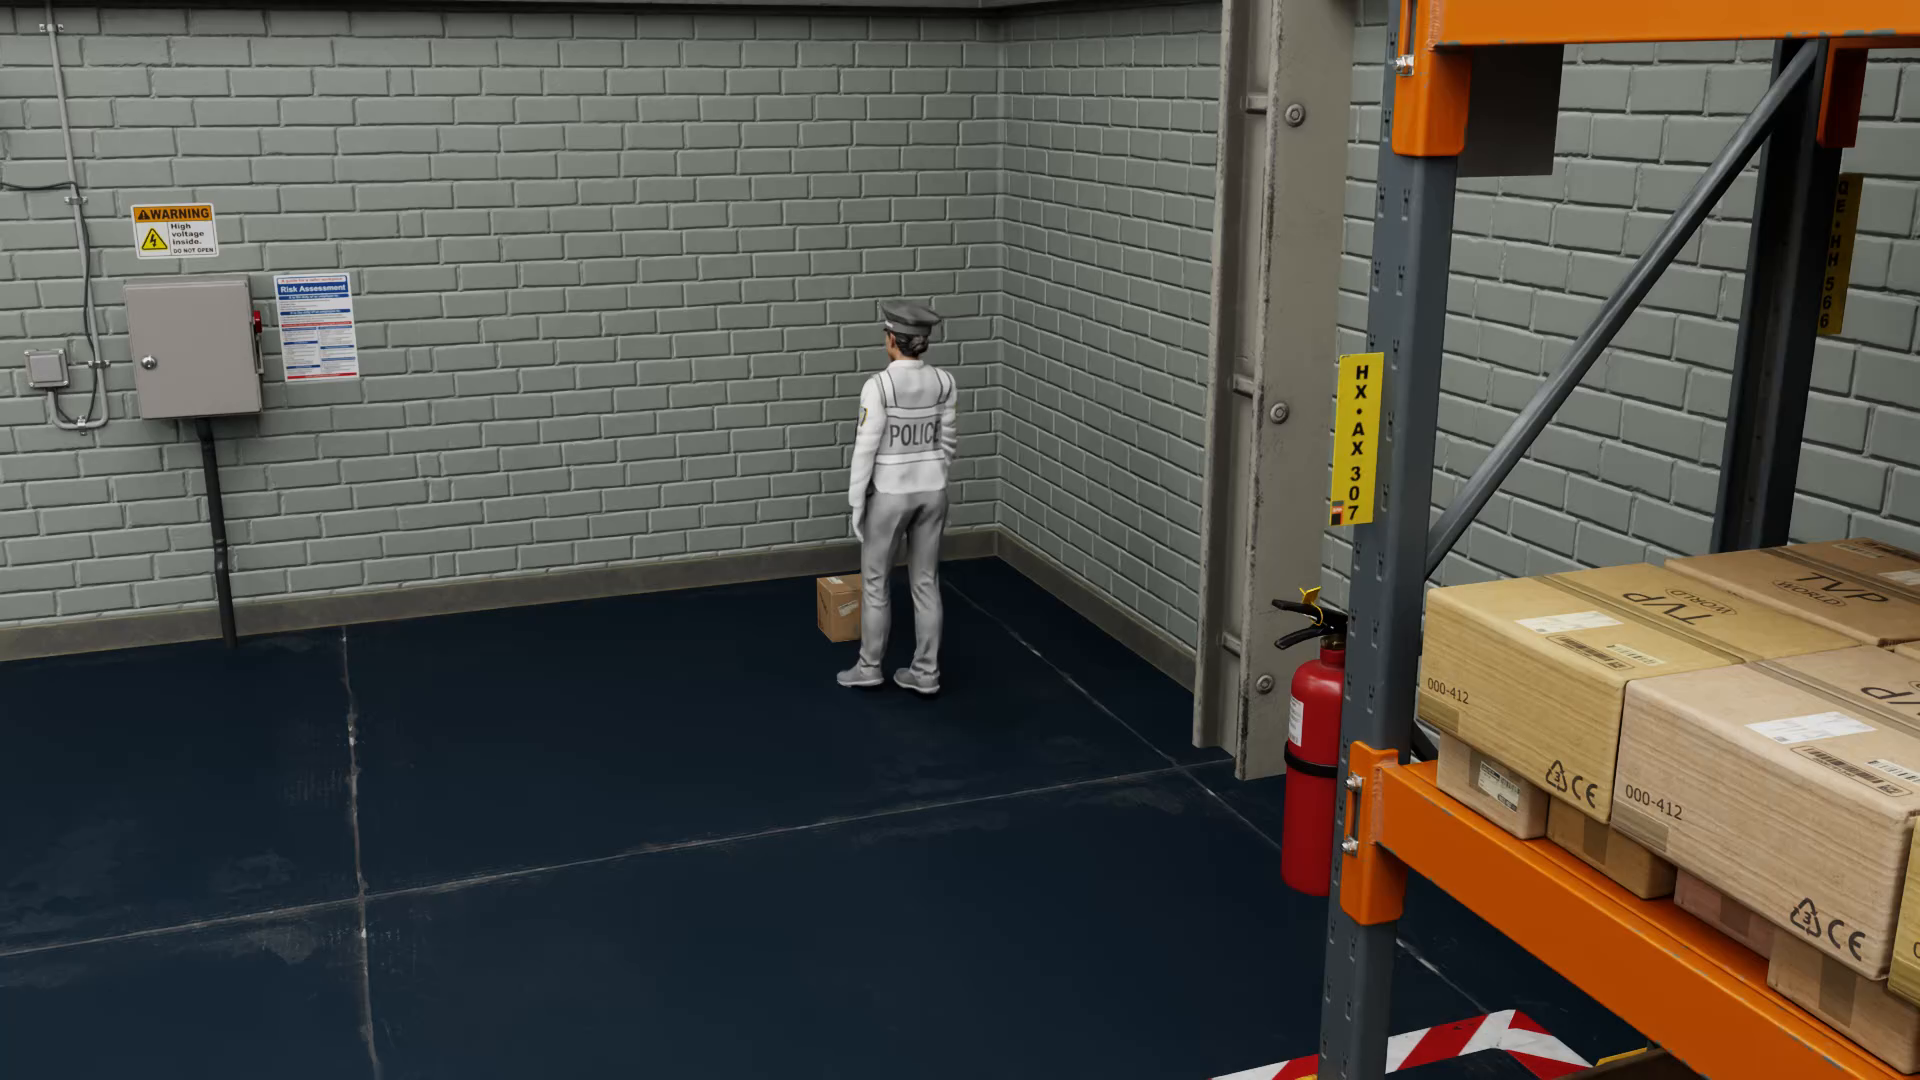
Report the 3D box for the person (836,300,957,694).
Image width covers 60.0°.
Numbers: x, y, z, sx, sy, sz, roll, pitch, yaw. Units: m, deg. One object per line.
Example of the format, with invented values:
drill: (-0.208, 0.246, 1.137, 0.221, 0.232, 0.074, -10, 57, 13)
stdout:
person: (-0.266, -0.161, 7.082, 0.508, 1.697, 0.480, -8, 18, -28)
